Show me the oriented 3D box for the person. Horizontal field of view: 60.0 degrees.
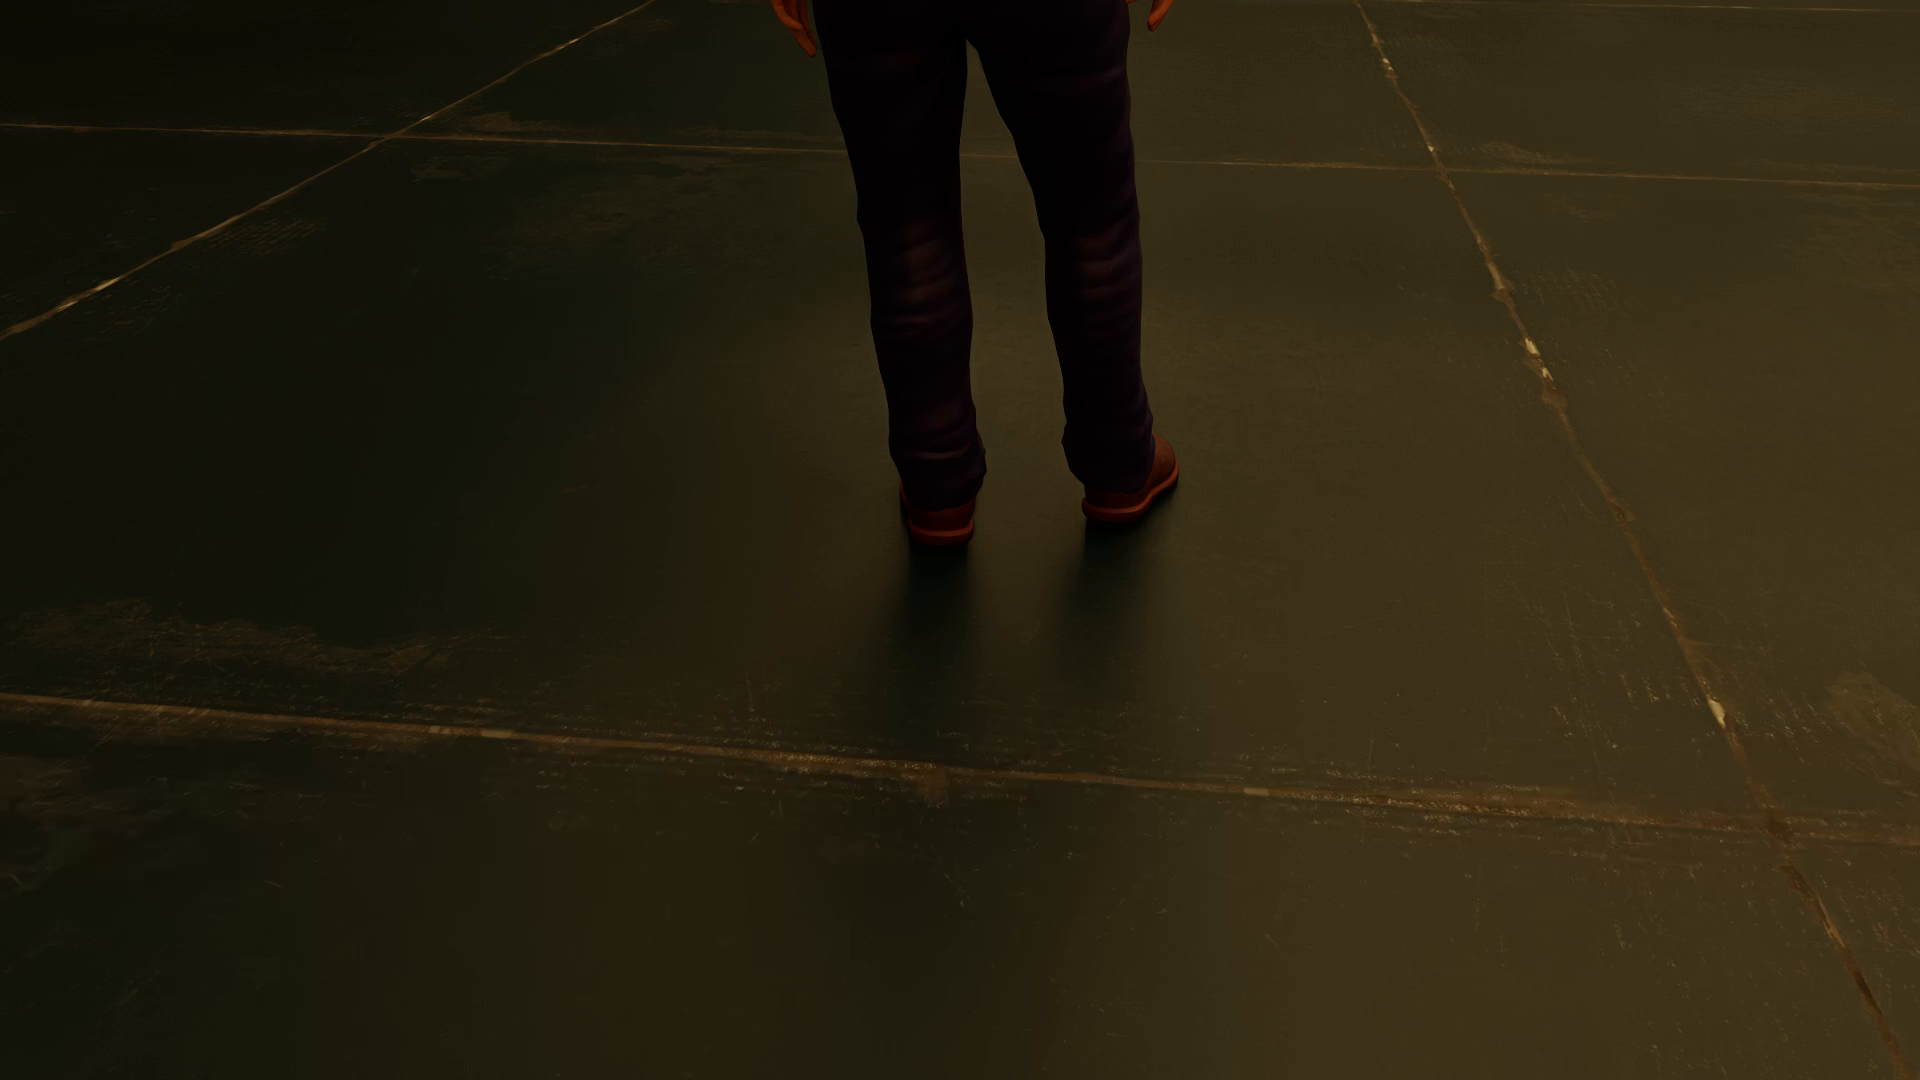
[{"bbox_3d":[0.035,-0.782,2.206,0.598,1.651,0.502,3,27,7],"label":"person"}]
